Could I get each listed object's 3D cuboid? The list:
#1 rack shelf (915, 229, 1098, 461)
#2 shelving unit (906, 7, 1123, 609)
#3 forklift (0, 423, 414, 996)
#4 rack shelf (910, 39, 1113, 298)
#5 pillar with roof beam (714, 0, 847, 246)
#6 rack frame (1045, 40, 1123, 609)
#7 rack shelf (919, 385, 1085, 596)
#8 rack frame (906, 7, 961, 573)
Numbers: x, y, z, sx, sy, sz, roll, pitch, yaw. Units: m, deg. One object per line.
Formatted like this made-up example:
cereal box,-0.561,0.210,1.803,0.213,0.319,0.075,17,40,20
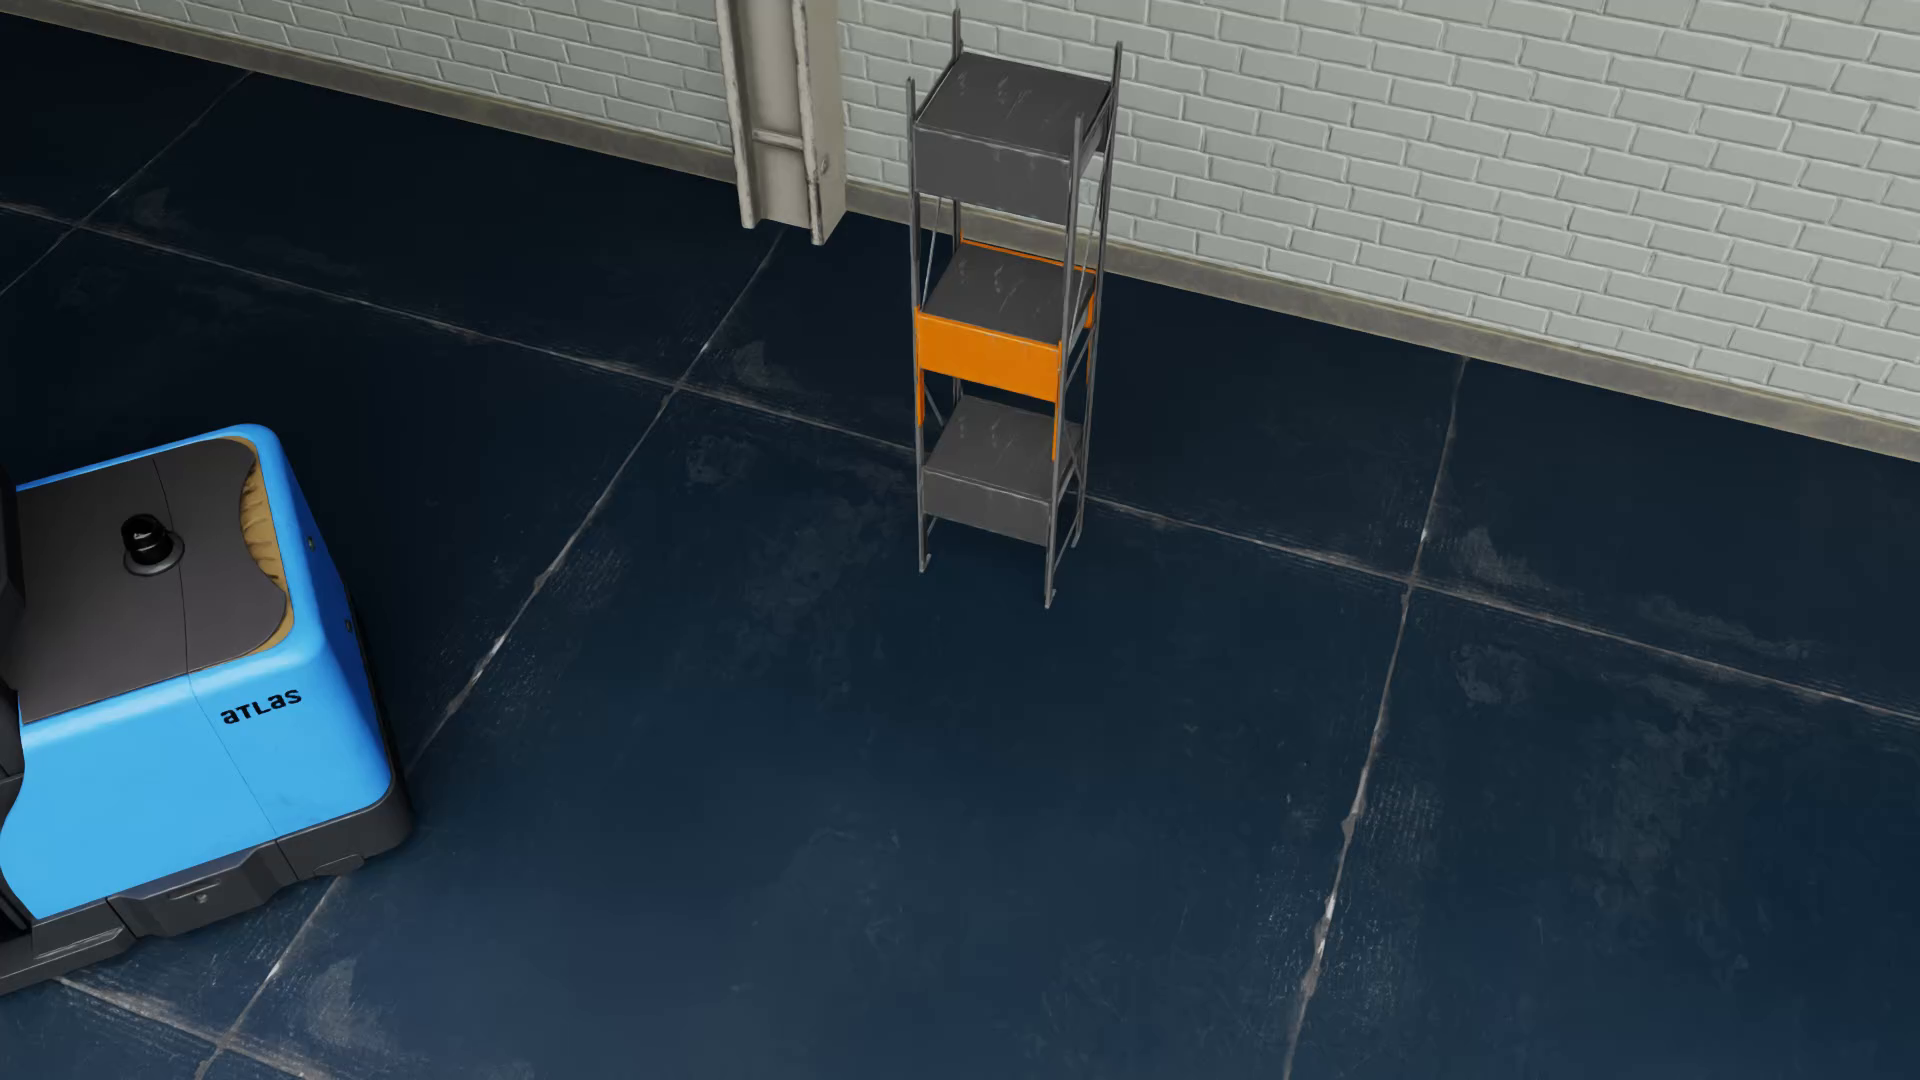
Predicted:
rack shelf,0.155,-0.635,5.429,0.480,0.518,0.431,16,51,13
shelving unit,0.155,-0.644,5.419,0.503,2.100,0.431,16,51,13
forklift,-3.325,0.141,4.188,3.031,2.935,1.130,-18,52,-15
rack shelf,0.155,-1.094,4.900,0.480,0.518,0.431,16,51,13
pillar with roof beam,-2.235,-1.361,1.475,0.400,9.000,9.100,16,51,13
rack frame,0.384,-0.580,5.364,0.015,2.100,0.400,16,51,13
rack shelf,0.155,-0.177,5.958,0.480,0.518,0.431,16,51,13
rack frame,-0.074,-0.708,5.474,0.015,2.100,0.400,16,51,13
